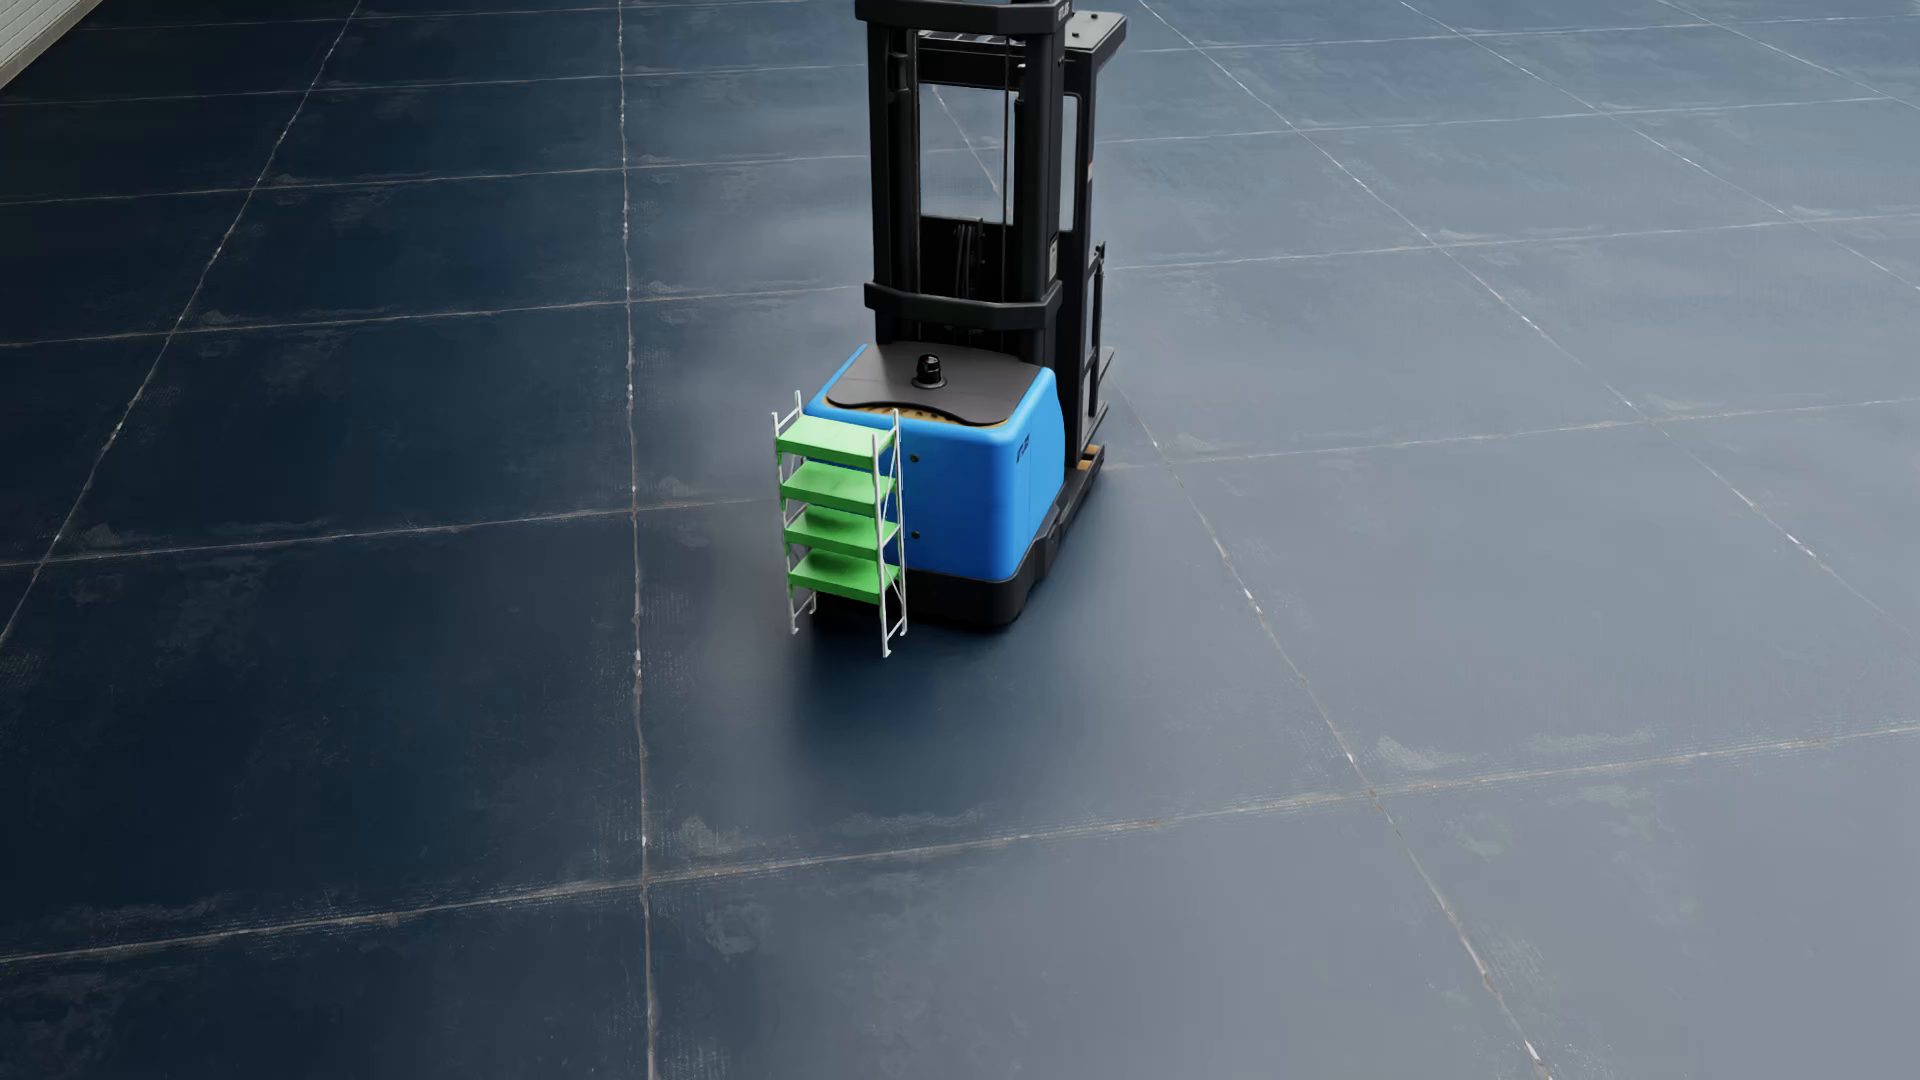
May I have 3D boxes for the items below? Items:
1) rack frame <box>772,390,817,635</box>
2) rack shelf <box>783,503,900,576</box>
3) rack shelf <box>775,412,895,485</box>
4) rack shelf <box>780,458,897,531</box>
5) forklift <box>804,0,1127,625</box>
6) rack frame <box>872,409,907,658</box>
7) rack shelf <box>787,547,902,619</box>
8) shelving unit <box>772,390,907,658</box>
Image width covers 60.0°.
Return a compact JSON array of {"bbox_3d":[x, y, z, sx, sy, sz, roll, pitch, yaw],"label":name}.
[{"bbox_3d":[-0.767,-0.109,7.742,0.015,1.200,0.240,12,35,20],"label":"rack frame"},{"bbox_3d":[-0.542,-0.007,7.694,0.480,0.148,0.258,12,35,20],"label":"rack shelf"},{"bbox_3d":[-0.550,-0.412,7.435,0.480,0.148,0.258,12,35,20],"label":"rack shelf"},{"bbox_3d":[-0.546,-0.209,7.565,0.480,0.148,0.258,12,35,20],"label":"rack shelf"},{"bbox_3d":[0.185,-1.594,8.569,1.130,2.935,3.031,9,32,15],"label":"forklift"},{"bbox_3d":[-0.318,-0.013,7.577,0.015,1.200,0.240,12,35,20],"label":"rack frame"},{"bbox_3d":[-0.538,0.195,7.823,0.480,0.148,0.258,12,35,20],"label":"rack shelf"},{"bbox_3d":[-0.543,-0.061,7.660,0.503,1.200,0.258,12,35,20],"label":"shelving unit"}]
